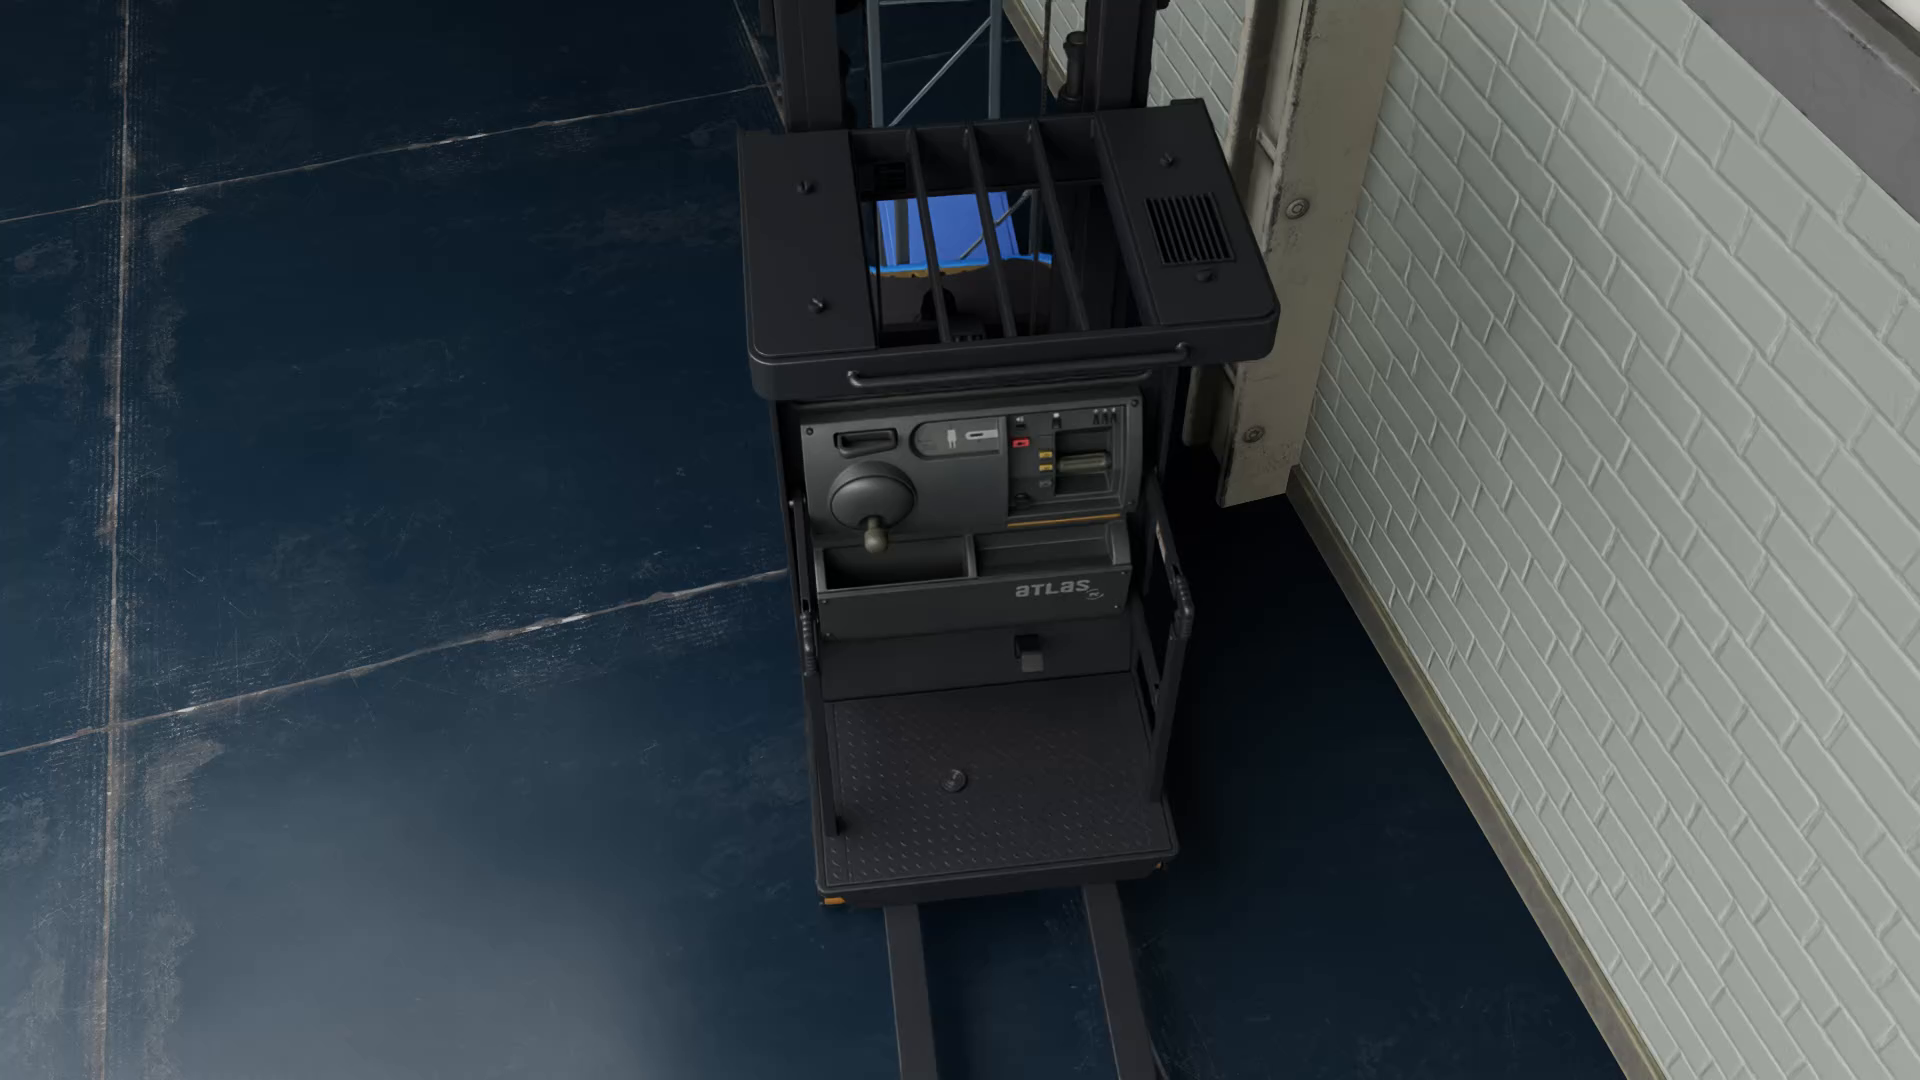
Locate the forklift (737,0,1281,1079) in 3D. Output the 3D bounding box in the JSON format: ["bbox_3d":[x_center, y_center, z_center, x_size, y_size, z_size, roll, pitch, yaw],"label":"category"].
[{"bbox_3d":[0.066,-0.083,4.403,1.130,2.935,3.031,-5,50,-4],"label":"forklift"}]

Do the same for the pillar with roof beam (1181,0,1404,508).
[{"bbox_3d":[-3.031,-2.228,2.243,9.100,9.000,0.400,-13,51,-11],"label":"pillar with roof beam"}]

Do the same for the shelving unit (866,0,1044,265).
[{"bbox_3d":[-0.031,-1.184,6.267,0.538,1.500,1.048,-5,50,-4],"label":"shelving unit"}]

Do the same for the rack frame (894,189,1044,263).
[{"bbox_3d":[0.030,-0.798,5.942,0.500,1.500,0.032,-5,50,-4],"label":"rack frame"}]

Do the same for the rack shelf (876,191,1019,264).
[{"bbox_3d":[-0.031,-1.068,6.405,0.538,0.185,1.000,-5,50,-4],"label":"rack shelf"}]

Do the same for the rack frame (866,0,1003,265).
[{"bbox_3d":[-0.093,-1.570,6.593,0.500,1.500,0.032,-5,50,-4],"label":"rack frame"}]
